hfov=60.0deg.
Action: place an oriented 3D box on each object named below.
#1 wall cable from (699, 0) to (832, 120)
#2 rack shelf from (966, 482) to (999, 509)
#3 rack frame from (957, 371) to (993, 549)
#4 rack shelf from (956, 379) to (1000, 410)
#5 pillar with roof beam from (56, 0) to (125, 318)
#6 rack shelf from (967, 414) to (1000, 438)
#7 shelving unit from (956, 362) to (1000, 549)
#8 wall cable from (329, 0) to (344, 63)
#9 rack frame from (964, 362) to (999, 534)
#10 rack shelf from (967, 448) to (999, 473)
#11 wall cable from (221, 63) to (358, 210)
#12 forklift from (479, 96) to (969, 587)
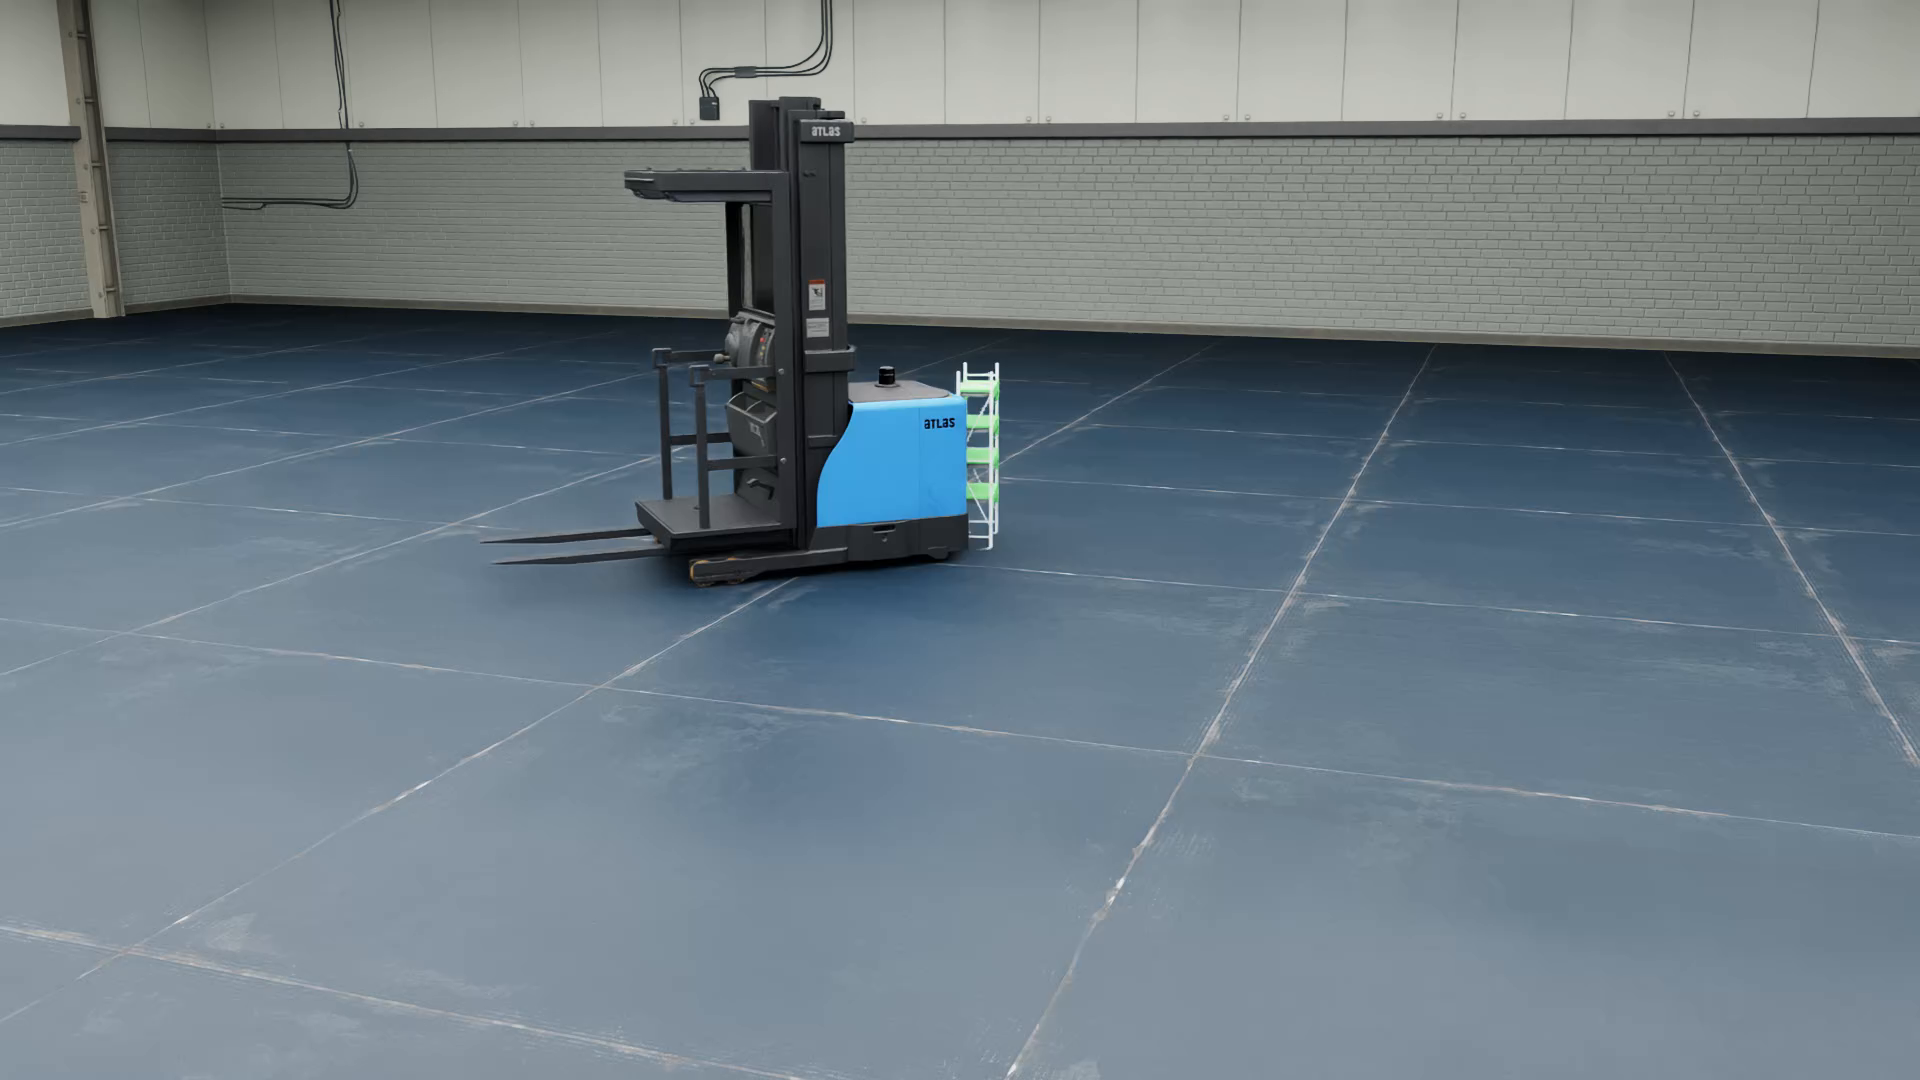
[{"bbox_3d":[-3.092,-9.628,25.806,2.305,6.003,0.169,4,14,18],"label":"wall cable"},{"bbox_3d":[0.122,-0.284,11.400,0.258,0.148,0.480,1,13,5],"label":"rack shelf"},{"bbox_3d":[0.099,-0.526,11.095,0.240,1.200,0.015,1,13,5],"label":"rack frame"},{"bbox_3d":[0.122,-0.986,11.240,0.258,0.148,0.480,1,13,5],"label":"rack shelf"},{"bbox_3d":[-10.200,-7.822,25.535,9.100,9.000,0.400,4,14,18],"label":"pillar with roof beam"},{"bbox_3d":[0.122,-0.752,11.293,0.258,0.148,0.480,1,13,5],"label":"rack shelf"},{"bbox_3d":[0.122,-0.580,11.332,0.258,1.200,0.503,1,13,5],"label":"shelving unit"},{"bbox_3d":[-9.510,-9.411,28.124,3.097,2.526,0.112,4,14,18],"label":"wall cable"},{"bbox_3d":[0.145,-0.634,11.569,0.240,1.200,0.015,1,13,5],"label":"rack frame"},{"bbox_3d":[0.122,-0.518,11.346,0.258,0.148,0.480,1,13,5],"label":"rack shelf"},{"bbox_3d":[-12.069,-7.143,29.539,3.097,2.526,0.112,4,14,18],"label":"wall cable"},{"bbox_3d":[-1.510,-1.273,10.479,3.031,2.935,1.130,-5,14,-22],"label":"forklift"}]
